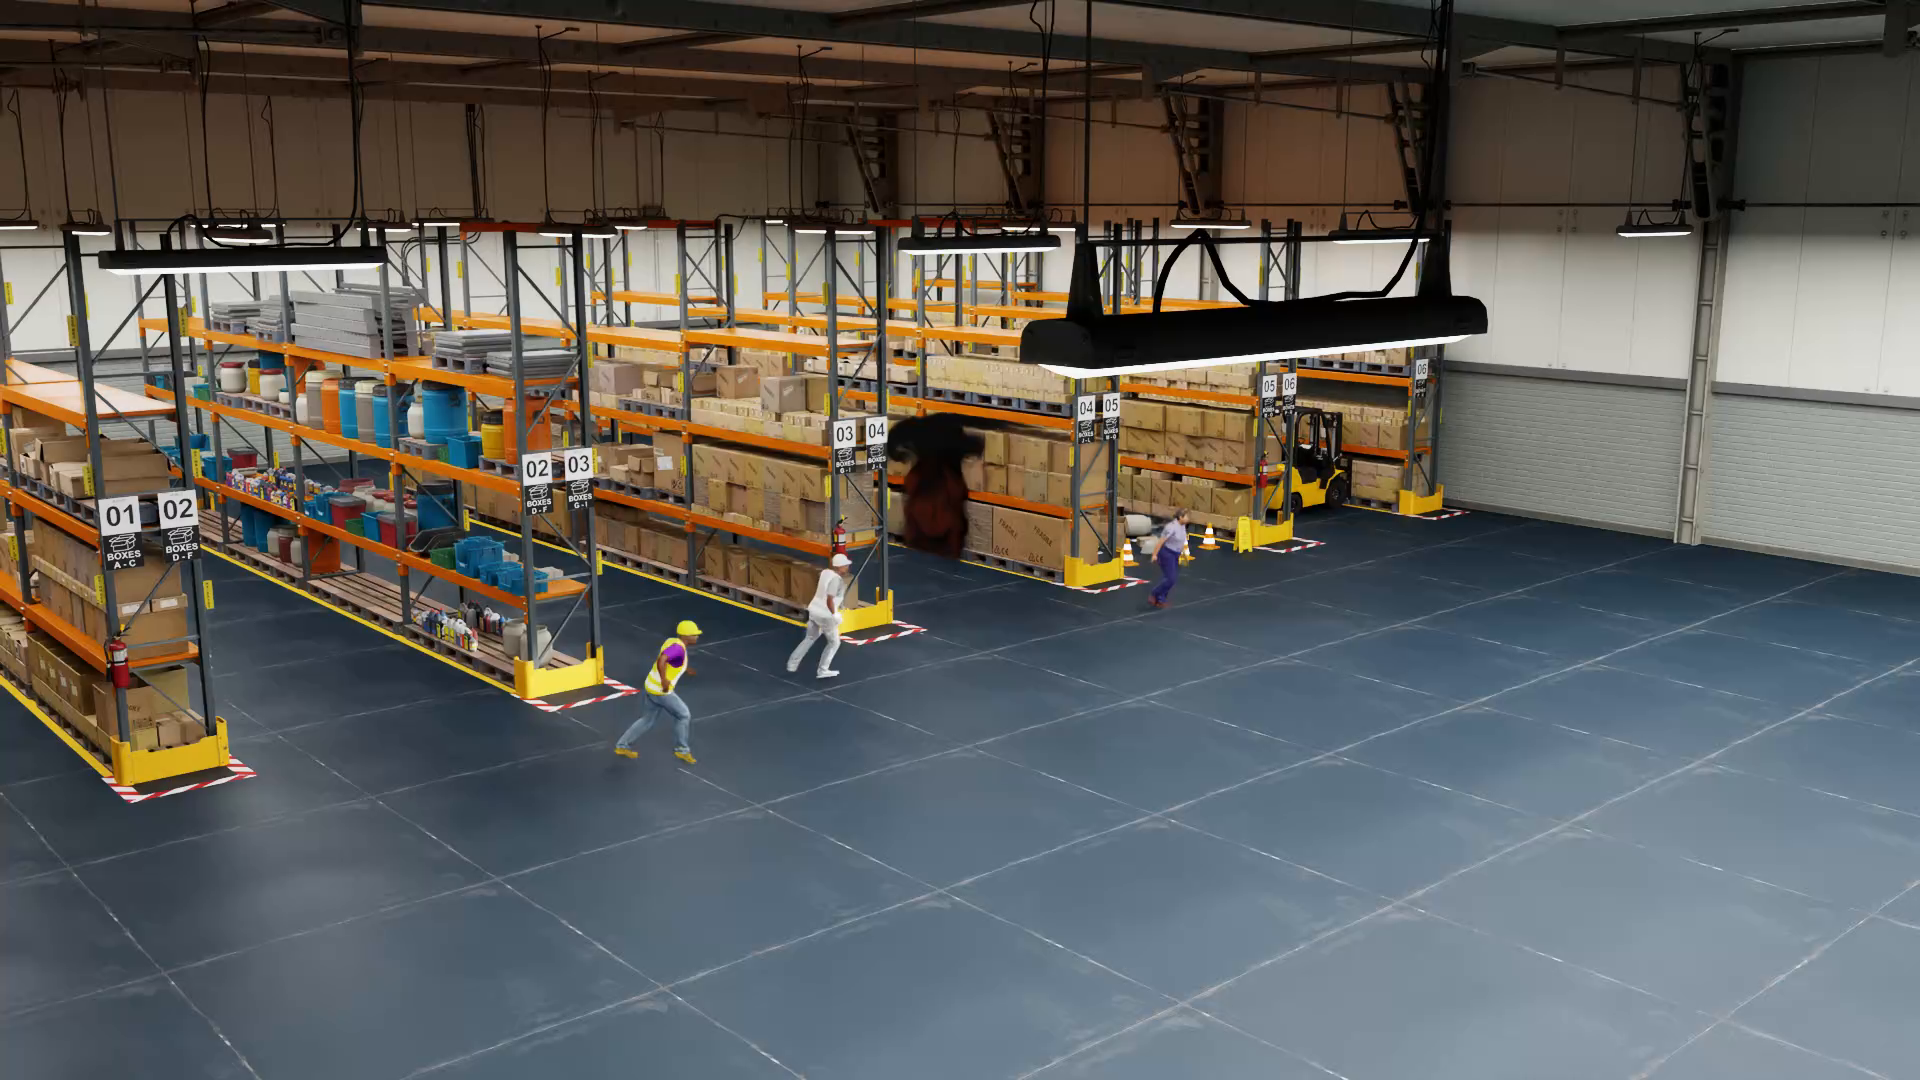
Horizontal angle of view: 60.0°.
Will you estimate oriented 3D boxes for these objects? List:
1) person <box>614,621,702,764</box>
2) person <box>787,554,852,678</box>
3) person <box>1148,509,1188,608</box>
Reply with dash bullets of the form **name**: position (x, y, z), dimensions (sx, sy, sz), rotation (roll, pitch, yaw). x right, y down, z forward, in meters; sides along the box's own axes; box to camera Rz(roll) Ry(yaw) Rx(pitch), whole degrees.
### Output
- **person**: position (-3.435, 1.787, 18.942), dimensions (1.046, 1.717, 0.752), rotation (-3, 12, -15)
- **person**: position (-1.895, 1.030, 22.513), dimensions (0.874, 1.693, 0.702), rotation (-6, 13, -29)
- **person**: position (3.314, 0.299, 26.418), dimensions (0.539, 1.600, 0.649), rotation (7, 13, 29)
